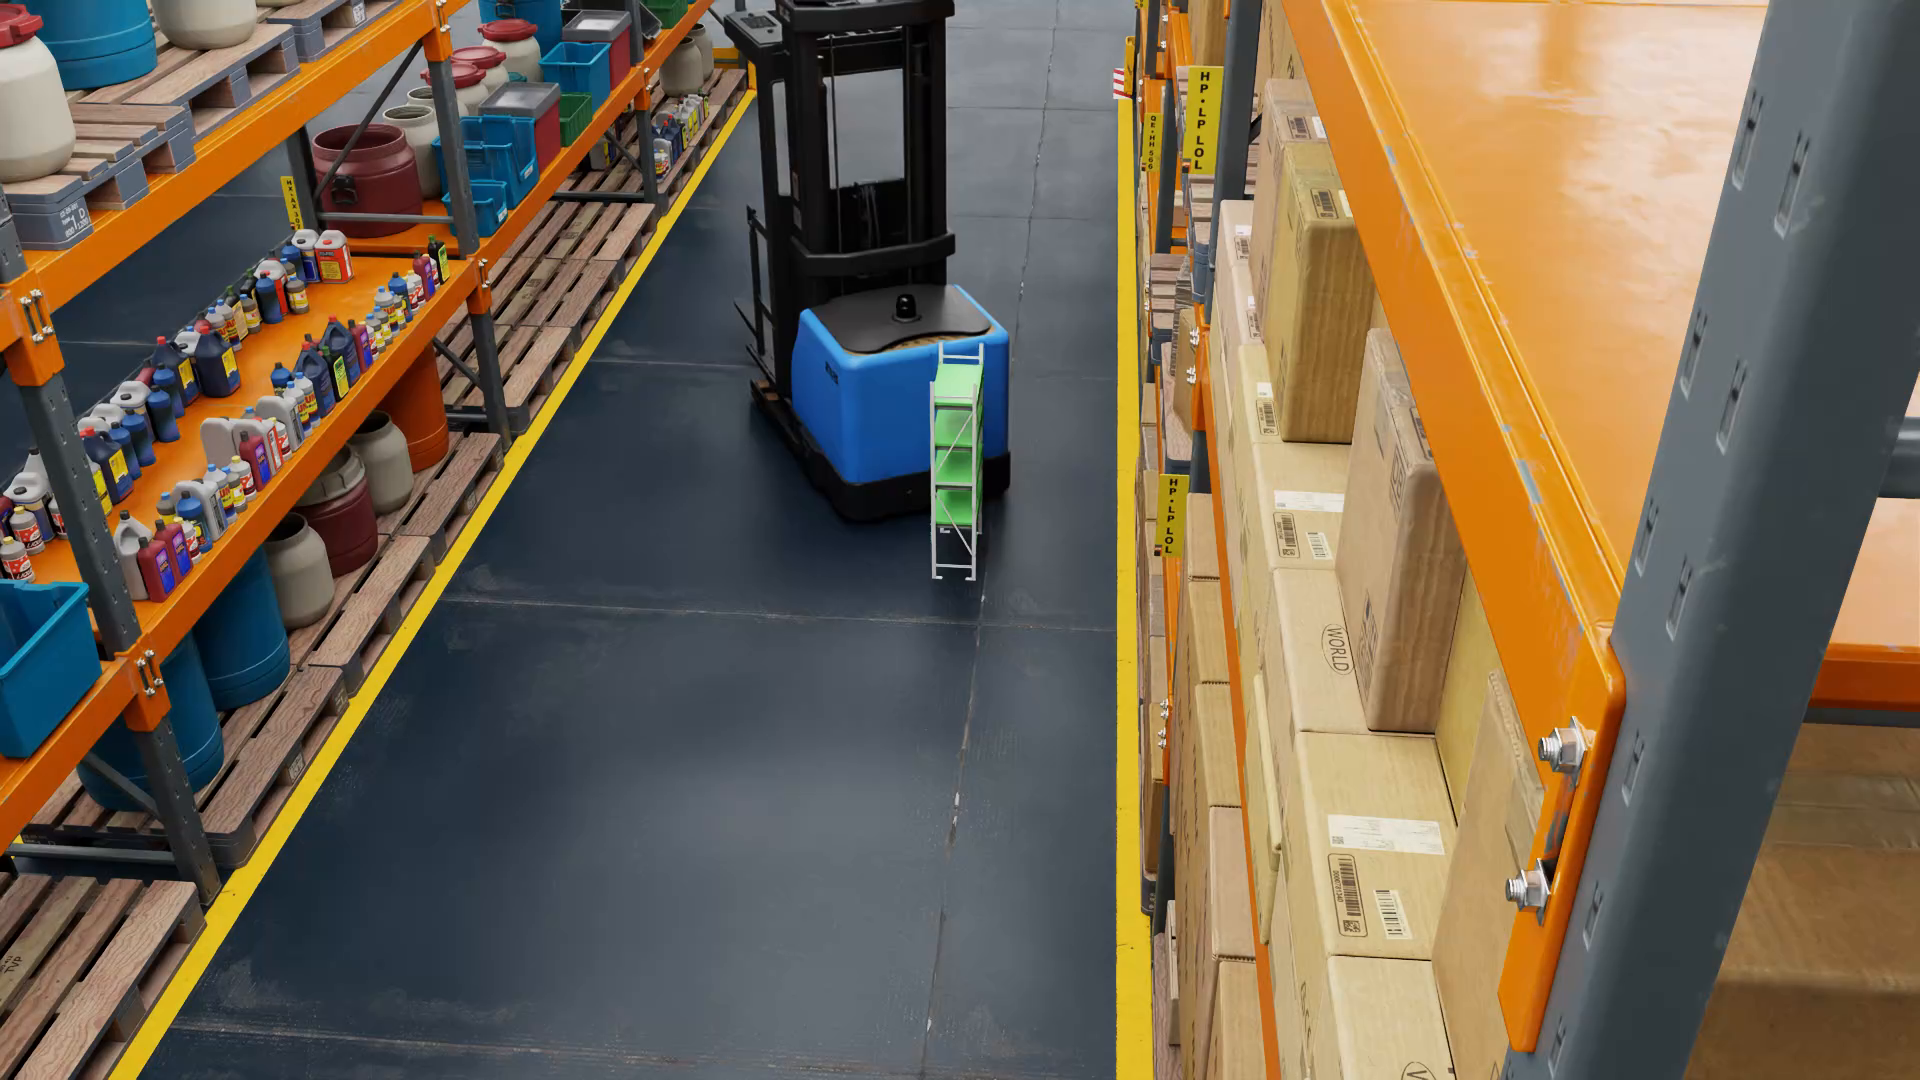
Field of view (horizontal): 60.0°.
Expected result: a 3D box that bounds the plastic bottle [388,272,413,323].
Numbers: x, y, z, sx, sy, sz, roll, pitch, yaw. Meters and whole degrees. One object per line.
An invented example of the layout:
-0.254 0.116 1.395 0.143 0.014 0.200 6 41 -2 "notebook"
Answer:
-3.003 -1.305 8.911 0.097 0.271 0.097 0 32 0 "plastic bottle"

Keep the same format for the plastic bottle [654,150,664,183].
-2.544 -3.136 13.942 0.097 0.271 0.097 0 32 0 "plastic bottle"

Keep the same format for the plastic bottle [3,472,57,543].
-3.919 -0.138 7.013 0.152 0.276 0.135 2 32 4 "plastic bottle"

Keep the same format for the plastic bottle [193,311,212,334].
-3.830 -1.007 8.416 0.061 0.283 0.133 2 32 4 "plastic bottle"

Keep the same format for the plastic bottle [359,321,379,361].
-3.043 -1.020 8.516 0.097 0.201 0.097 0 32 0 "plastic bottle"

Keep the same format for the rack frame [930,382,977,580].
-0.033 -0.297 8.868 0.240 1.200 0.015 2 32 4 "rack frame"

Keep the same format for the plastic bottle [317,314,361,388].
-3.088 -0.941 8.246 0.144 0.351 0.185 2 32 4 "plastic bottle"

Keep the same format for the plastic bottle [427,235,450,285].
-2.941 -1.592 9.365 0.061 0.283 0.133 2 32 4 "plastic bottle"

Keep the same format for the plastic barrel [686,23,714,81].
-2.659 -4.827 16.474 0.421 0.512 0.421 0 32 0 "plastic barrel"

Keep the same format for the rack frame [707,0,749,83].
-2.682 -6.054 16.495 1.000 3.000 0.127 2 32 4 "rack frame"

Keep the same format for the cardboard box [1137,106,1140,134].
1.866 -3.794 15.048 0.500 0.250 0.500 2 32 4 "cardboard box"

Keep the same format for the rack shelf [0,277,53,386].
-3.821 0.296 4.018 1.077 0.370 4.000 2 32 4 "rack shelf"

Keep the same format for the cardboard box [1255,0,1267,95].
1.498 -2.065 6.571 0.600 0.600 0.600 1 32 2 "cardboard box"

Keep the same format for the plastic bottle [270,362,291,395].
-3.238 -0.723 7.968 0.097 0.271 0.097 0 32 0 "plastic bottle"

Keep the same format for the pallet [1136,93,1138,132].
2.234 -4.252 16.229 1.003 0.211 1.213 2 32 4 "pallet"

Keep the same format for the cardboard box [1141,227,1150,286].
1.523 -1.987 11.581 0.500 0.311 0.500 3 32 5 "cardboard box"

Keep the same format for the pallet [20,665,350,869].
-3.554 1.006 7.697 1.003 0.211 1.213 2 32 4 "pallet"

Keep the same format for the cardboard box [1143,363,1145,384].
1.403 -0.951 10.435 0.500 0.250 0.500 3 32 5 "cardboard box"

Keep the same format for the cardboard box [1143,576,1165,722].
1.122 0.520 7.790 0.500 0.500 0.500 3 32 5 "cardboard box"

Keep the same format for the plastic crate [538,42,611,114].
-2.787 -3.366 12.148 0.392 0.384 0.575 2 32 4 "plastic crate"

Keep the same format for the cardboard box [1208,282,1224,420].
0.992 -0.535 4.824 0.500 0.250 0.500 2 32 4 "cardboard box"

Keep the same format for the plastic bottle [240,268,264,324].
-3.784 -1.299 8.890 0.061 0.283 0.133 2 32 4 "plastic bottle"

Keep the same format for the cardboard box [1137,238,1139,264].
1.607 -2.290 12.607 0.500 0.250 0.500 3 32 5 "cardboard box"

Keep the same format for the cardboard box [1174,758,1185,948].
0.926 0.914 5.092 0.500 0.500 0.500 3 32 5 "cardboard box"

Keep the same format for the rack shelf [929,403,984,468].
-0.013 -0.574 8.983 0.258 0.148 0.480 2 32 4 "rack shelf"

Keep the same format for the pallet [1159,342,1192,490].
1.450 -0.559 7.761 1.003 0.211 1.213 2 32 4 "pallet"

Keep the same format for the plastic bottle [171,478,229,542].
-3.211 -0.144 7.023 0.152 0.276 0.135 2 32 4 "plastic bottle"

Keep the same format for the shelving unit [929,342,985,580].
-0.013 -0.424 9.075 0.258 1.200 0.503 2 32 4 "shelving unit"

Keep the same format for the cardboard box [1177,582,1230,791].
0.918 0.470 4.860 0.500 0.500 0.500 2 32 2 "cardboard box"

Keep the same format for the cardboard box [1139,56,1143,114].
1.865 -4.113 14.851 0.500 0.500 0.500 2 32 4 "cardboard box"

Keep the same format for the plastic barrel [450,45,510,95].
-3.364 -3.146 11.647 0.433 0.535 0.433 0 32 0 "plastic barrel"

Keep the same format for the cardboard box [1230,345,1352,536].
0.900 -0.226 3.845 0.500 0.250 0.500 2 32 4 "cardboard box"

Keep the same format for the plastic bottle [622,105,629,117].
-3.148 -4.061 15.509 0.097 0.201 0.097 0 32 0 "plastic bottle"

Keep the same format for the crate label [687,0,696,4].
-2.562 -5.095 14.906 0.502 0.435 0.616 2 32 4 "crate label"

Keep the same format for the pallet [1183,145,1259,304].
1.401 -1.101 5.778 1.213 0.211 1.003 2 32 4 "pallet"

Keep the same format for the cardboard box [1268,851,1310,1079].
0.783 0.772 2.703 0.500 0.250 0.500 2 32 4 "cardboard box"

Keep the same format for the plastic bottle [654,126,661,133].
-2.637 -3.474 14.489 0.097 0.271 0.097 0 32 0 "plastic bottle"

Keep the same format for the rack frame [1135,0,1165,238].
1.929 -3.749 12.755 1.000 3.000 0.127 2 32 4 "rack frame"

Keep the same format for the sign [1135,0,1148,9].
1.376 -4.174 12.544 0.100 0.325 0.005 2 32 4 "sign"

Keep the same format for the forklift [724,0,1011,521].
-0.732 -2.120 10.176 1.130 2.935 3.031 -12 34 -19 "forklift"

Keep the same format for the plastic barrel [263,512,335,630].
-3.405 0.155 8.390 0.421 0.512 0.421 0 32 0 "plastic barrel"

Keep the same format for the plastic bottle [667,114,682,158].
-2.513 -3.525 14.497 0.144 0.351 0.185 1 32 2 "plastic bottle"

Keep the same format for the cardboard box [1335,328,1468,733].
1.037 -0.013 2.784 0.700 0.500 0.500 2 32 4 "cardboard box"

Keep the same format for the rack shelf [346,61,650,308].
-3.170 -2.611 11.593 1.077 0.370 4.000 2 32 4 "rack shelf"

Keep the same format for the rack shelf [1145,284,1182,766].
1.441 -0.305 7.853 1.077 0.370 4.000 2 32 4 "rack shelf"

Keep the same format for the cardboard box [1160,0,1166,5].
1.738 -4.219 12.804 0.380 0.149 0.250 2 32 4 "cardboard box"

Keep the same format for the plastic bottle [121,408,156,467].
-3.741 -0.474 7.563 0.097 0.271 0.097 0 32 0 "plastic bottle"

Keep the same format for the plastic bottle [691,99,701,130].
-2.453 -3.900 15.176 0.152 0.276 0.135 2 32 3 "plastic bottle"

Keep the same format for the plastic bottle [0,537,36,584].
-3.823 0.081 6.729 0.097 0.201 0.097 0 32 0 "plastic bottle"

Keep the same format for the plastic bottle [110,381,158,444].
-3.848 -0.593 7.752 0.152 0.276 0.135 2 32 4 "plastic bottle"

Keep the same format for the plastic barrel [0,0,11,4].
-3.787 -1.801 6.155 0.600 0.588 0.600 0 32 0 "plastic barrel"

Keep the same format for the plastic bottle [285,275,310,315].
-3.602 -1.337 9.029 0.097 0.201 0.097 0 32 0 "plastic bottle"

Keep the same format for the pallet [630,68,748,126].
-2.712 -4.401 16.470 1.003 0.211 1.213 2 32 4 "pallet"

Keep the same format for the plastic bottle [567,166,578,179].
-3.288 -3.162 14.049 0.097 0.201 0.097 0 32 0 "plastic bottle"

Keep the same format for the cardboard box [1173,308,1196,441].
1.360 -0.714 7.334 0.700 0.500 0.500 -5 32 -9 "cardboard box"

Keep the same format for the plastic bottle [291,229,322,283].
-3.690 -1.606 9.395 0.152 0.276 0.135 2 32 4 "plastic bottle"

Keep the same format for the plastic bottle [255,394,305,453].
-3.147 -0.558 7.695 0.152 0.276 0.135 2 32 4 "plastic bottle"
